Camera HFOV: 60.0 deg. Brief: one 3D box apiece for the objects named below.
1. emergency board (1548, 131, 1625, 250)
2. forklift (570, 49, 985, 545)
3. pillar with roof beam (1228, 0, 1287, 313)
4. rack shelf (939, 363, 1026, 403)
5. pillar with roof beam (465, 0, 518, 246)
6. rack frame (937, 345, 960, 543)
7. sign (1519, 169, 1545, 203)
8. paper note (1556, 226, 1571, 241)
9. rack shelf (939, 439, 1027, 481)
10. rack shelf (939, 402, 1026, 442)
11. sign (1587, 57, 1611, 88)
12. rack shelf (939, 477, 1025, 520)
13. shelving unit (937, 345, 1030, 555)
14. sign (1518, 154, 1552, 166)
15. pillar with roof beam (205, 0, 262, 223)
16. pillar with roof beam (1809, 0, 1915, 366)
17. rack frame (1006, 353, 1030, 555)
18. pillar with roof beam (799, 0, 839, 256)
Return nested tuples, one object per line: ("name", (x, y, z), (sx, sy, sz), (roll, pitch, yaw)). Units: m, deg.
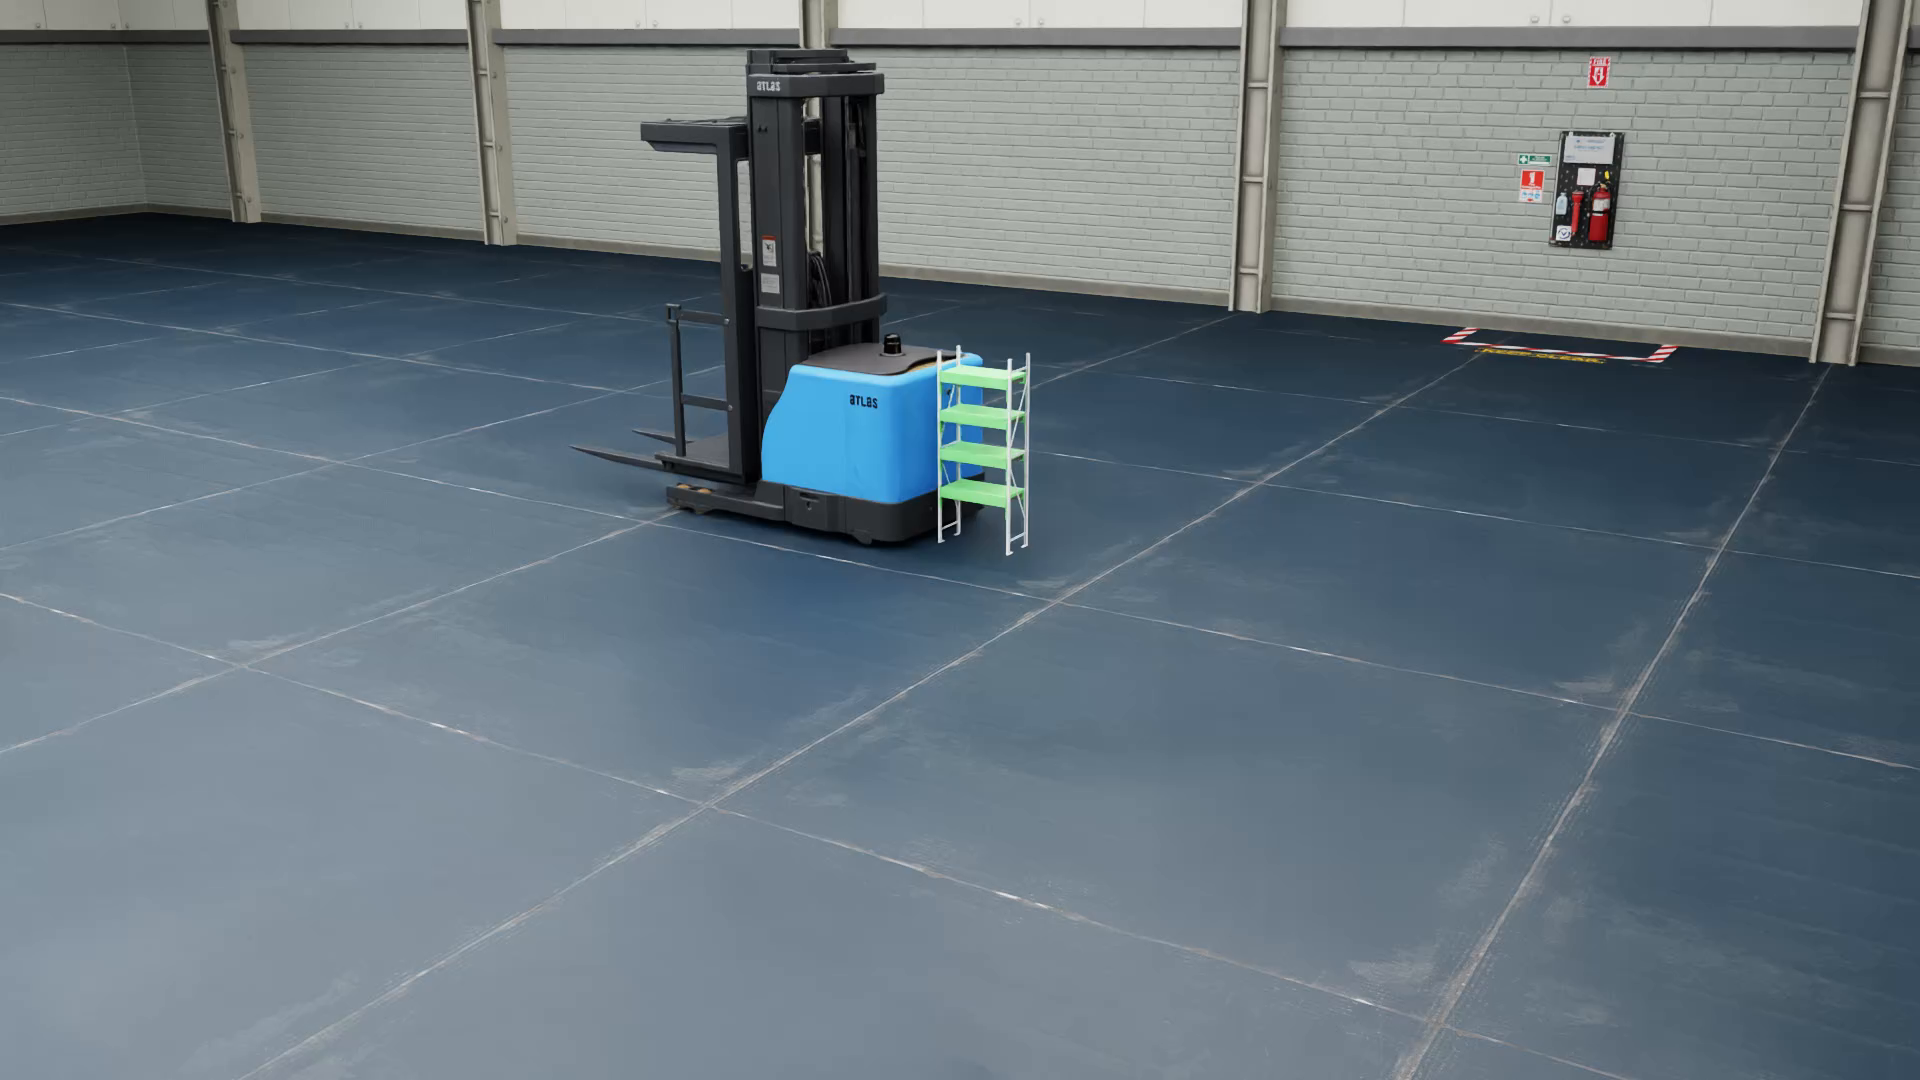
("emergency board", (6.344, -3.542, 16.882), (0.643, 1.169, 0.194), (10, 20, 30))
("forklift", (-1.339, -1.685, 10.887), (3.031, 2.935, 1.130), (11, 20, 33))
("pillar with roof beam", (1.064, -5.874, 14.236), (0.400, 9.000, 9.100), (10, 20, 30))
("rack shelf", (0.141, -0.947, 10.003), (0.480, 0.148, 0.258), (10, 20, 30))
("pillar with roof beam", (-9.162, -7.699, 20.245), (0.400, 9.000, 9.100), (10, 20, 30))
("rack frame", (-0.067, -0.586, 10.246), (0.015, 1.200, 0.240), (10, 20, 30))
("sign", (5.926, -3.669, 17.238), (0.234, 0.329, 0.001), (10, 20, 30))
("paper note", (6.229, -3.165, 17.155), (0.142, 0.148, 0.016), (10, 20, 30))
("rack shelf", (0.141, -0.488, 10.142), (0.480, 0.148, 0.258), (10, 20, 30))
("rack shelf", (0.141, -0.717, 10.073), (0.480, 0.148, 0.258), (10, 20, 30))
("sign", (6.389, -4.677, 16.630), (0.199, 0.298, 0.001), (10, 20, 30))
("rack shelf", (0.141, -0.258, 10.212), (0.480, 0.148, 0.258), (10, 20, 30))
("shelving unit", (0.141, -0.549, 10.124), (0.503, 1.200, 0.258), (10, 20, 30))
("sign", (5.926, -3.920, 17.151), (0.331, 0.109, 0.001), (10, 20, 30))
("pillar with roof beam", (-14.274, -8.612, 23.250), (0.400, 9.000, 9.100), (10, 20, 30))
("pillar with roof beam", (6.176, -4.961, 11.232), (0.400, 9.000, 9.100), (10, 20, 30))
("rack frame", (0.349, -0.512, 10.002), (0.015, 1.200, 0.240), (10, 20, 30))
("pillar with roof beam", (-4.049, -6.787, 17.241), (0.400, 9.000, 9.100), (10, 20, 30))
